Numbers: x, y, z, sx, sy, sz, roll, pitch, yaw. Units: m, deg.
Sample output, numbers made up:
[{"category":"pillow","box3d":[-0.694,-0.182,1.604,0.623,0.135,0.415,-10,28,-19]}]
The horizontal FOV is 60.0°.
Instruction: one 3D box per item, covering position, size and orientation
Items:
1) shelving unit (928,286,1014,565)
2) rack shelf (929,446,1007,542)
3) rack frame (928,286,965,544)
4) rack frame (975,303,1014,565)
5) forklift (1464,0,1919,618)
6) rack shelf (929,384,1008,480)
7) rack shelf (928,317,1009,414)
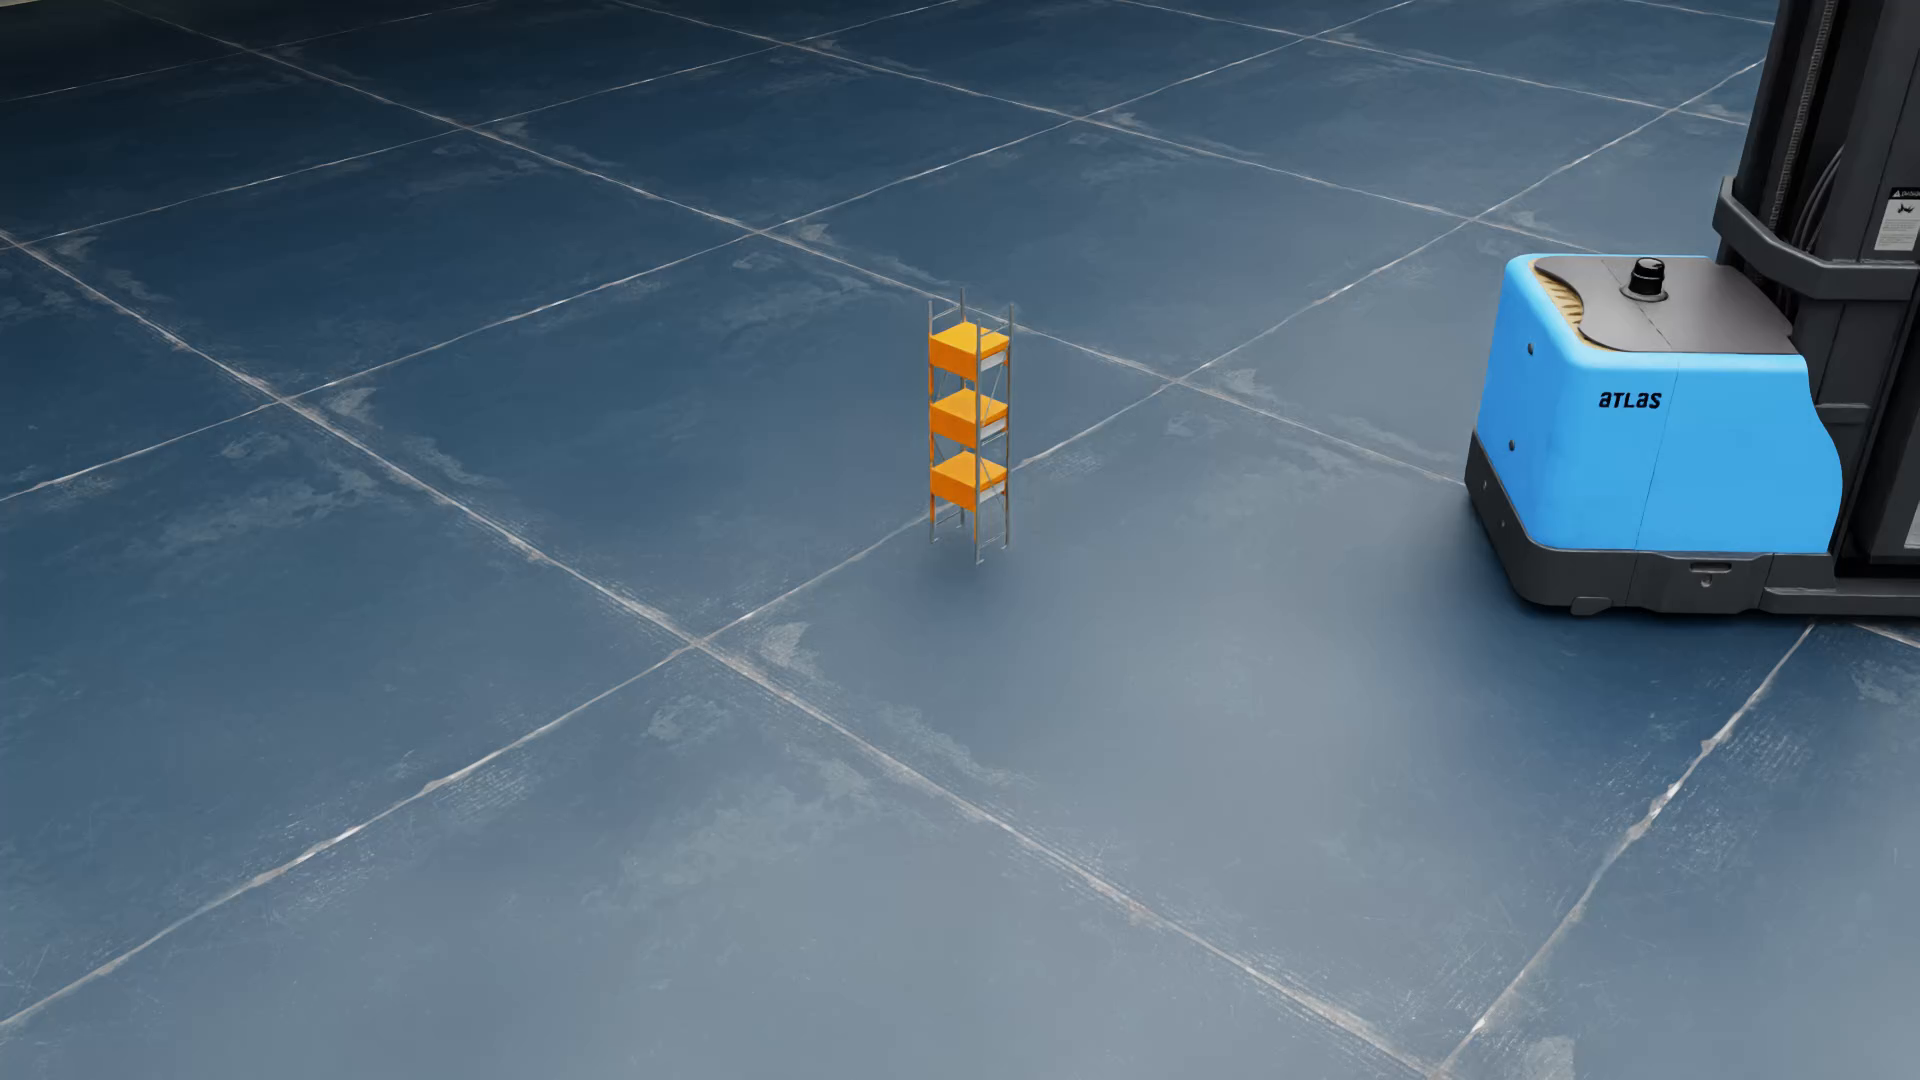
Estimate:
[{"category":"shelving unit","box3d":[0.040,-0.431,6.448,0.252,1.050,0.215,25,39,35]},{"category":"rack shelf","box3d":[0.040,-0.184,6.597,0.240,0.259,0.215,25,39,35]},{"category":"rack frame","box3d":[-0.051,-0.473,6.519,0.008,1.050,0.200,25,39,35]},{"category":"rack frame","box3d":[0.130,-0.389,6.378,0.008,1.050,0.200,25,39,35]},{"category":"forklift","box3d":[3.629,-1.196,5.896,3.031,2.935,1.130,1,31,2]},{"category":"rack shelf","box3d":[0.040,-0.422,6.454,0.240,0.259,0.215,25,39,35]},{"category":"rack shelf","box3d":[0.040,-0.665,6.308,0.240,0.259,0.215,25,39,35]}]
